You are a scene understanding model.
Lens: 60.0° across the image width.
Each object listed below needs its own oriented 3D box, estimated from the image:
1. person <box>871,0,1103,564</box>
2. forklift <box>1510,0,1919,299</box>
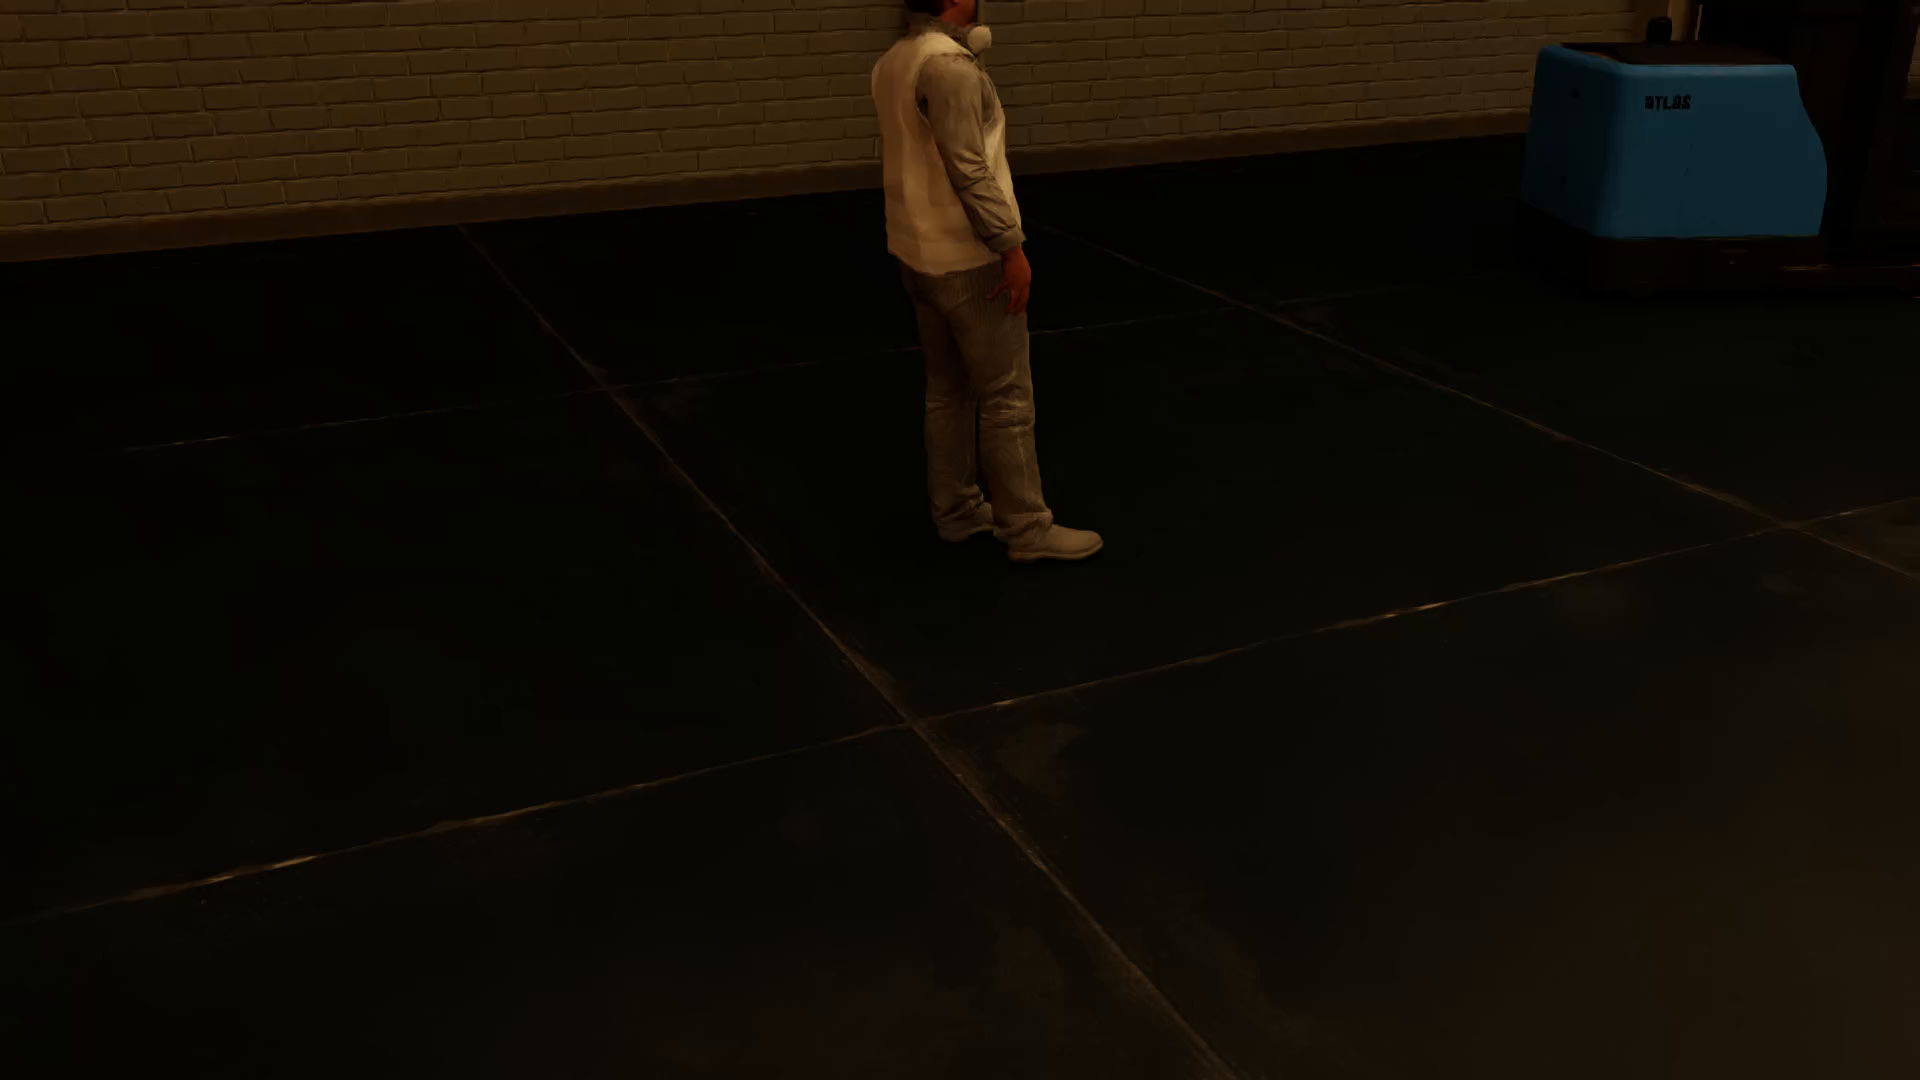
[{"bbox_3d":[0.060,-0.833,4.781,0.567,1.773,0.632,-10,25,-23],"label":"person"},{"bbox_3d":[4.387,-2.695,7.773,3.031,2.935,1.130,-2,23,-5],"label":"forklift"}]
